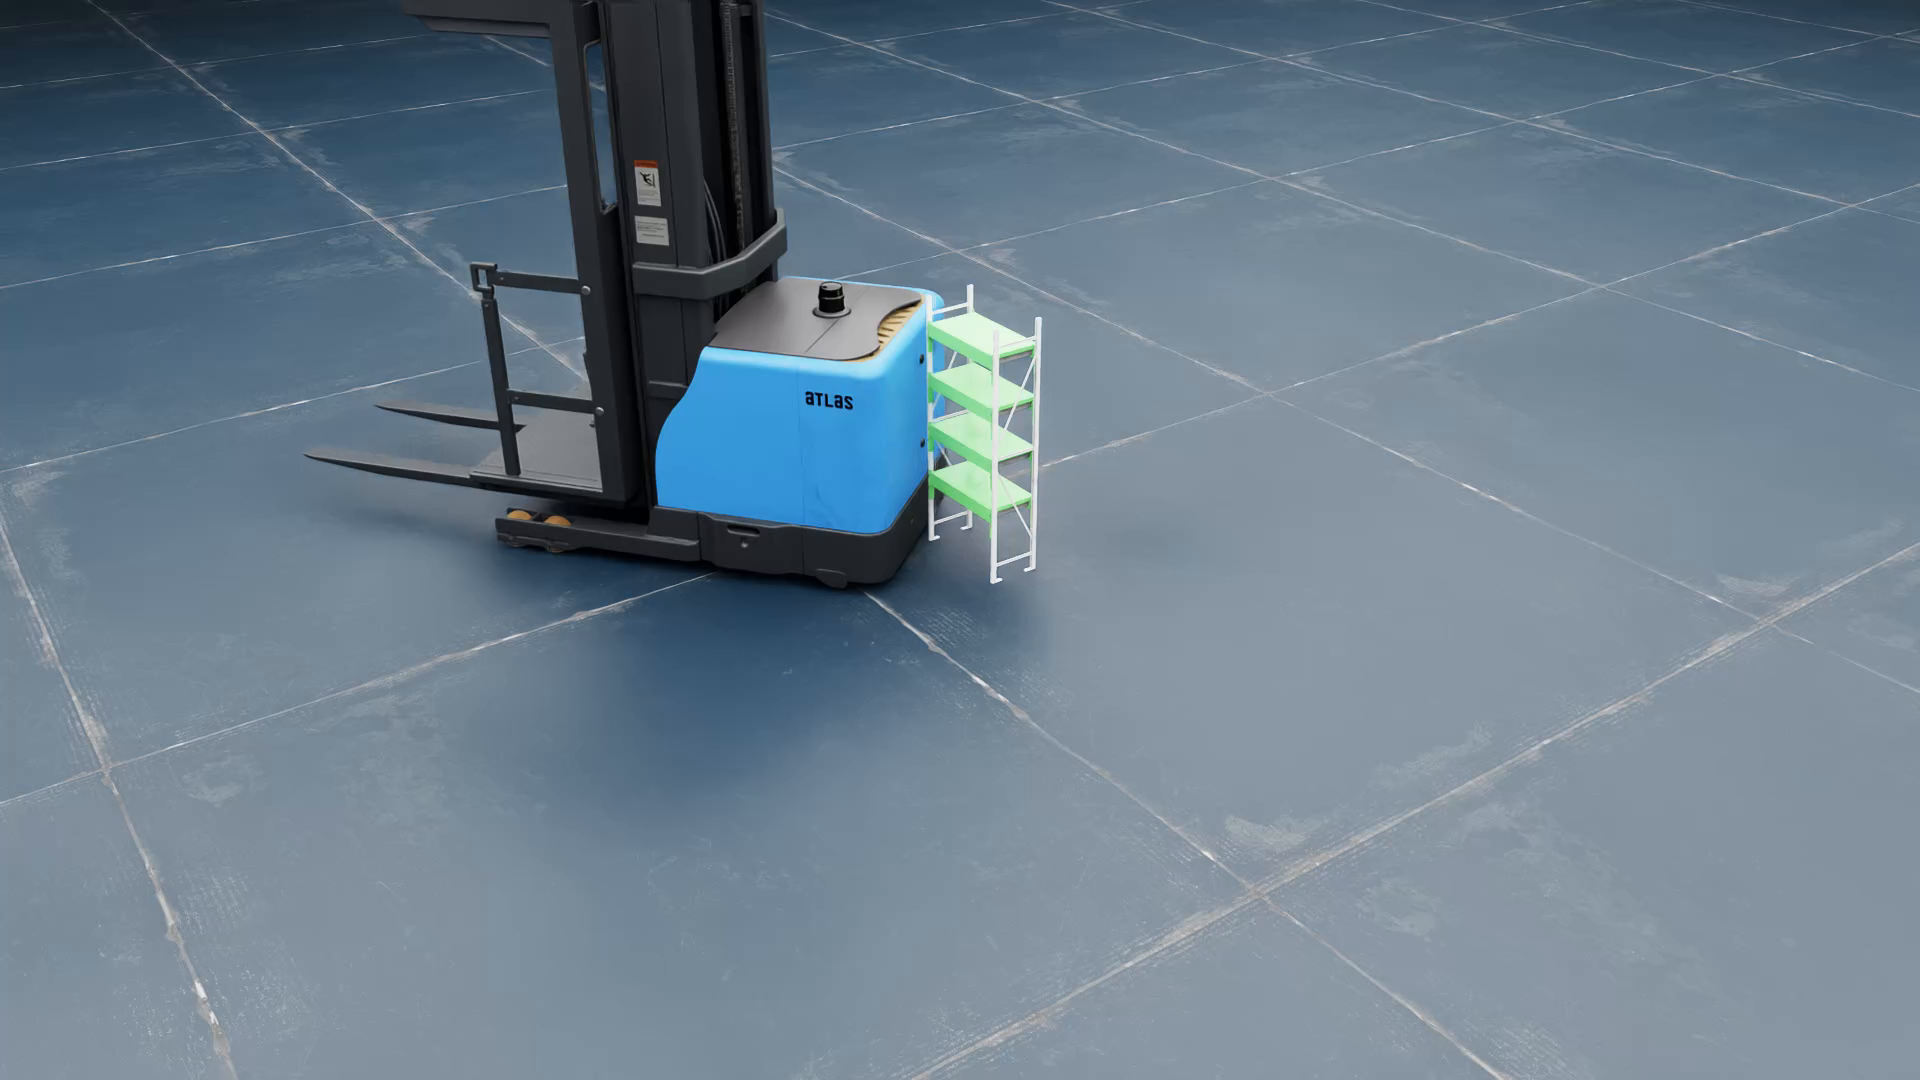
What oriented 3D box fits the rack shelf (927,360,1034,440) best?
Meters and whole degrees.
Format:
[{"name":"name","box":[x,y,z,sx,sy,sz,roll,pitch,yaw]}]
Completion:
[{"name":"rack shelf","box":[0.097,-0.618,7.261,0.258,0.148,0.480,-19,34,-31]}]

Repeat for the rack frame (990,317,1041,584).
[{"name":"rack frame","box":[0.238,-0.368,7.170,0.240,1.200,0.015,-19,34,-31]}]

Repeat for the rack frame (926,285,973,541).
[{"name":"rack frame","box":[-0.044,-0.558,7.520,0.240,1.200,0.015,-19,34,-31]}]

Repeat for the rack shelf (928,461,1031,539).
[{"name":"rack shelf","box":[0.097,-0.196,7.490,0.258,0.148,0.480,-19,34,-31]}]

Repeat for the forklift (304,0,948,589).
[{"name":"forklift","box":[-1.634,-1.461,7.369,3.031,2.935,1.130,8,29,14]}]

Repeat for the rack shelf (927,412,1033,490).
[{"name":"rack shelf","box":[0.097,-0.407,7.375,0.258,0.148,0.480,-19,34,-31]}]

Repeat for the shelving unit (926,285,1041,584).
[{"name":"shelving unit","box":[0.097,-0.463,7.345,0.258,1.200,0.503,-19,34,-31]}]

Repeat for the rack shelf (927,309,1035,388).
[{"name":"rack shelf","box":[0.097,-0.829,7.146,0.258,0.148,0.480,-19,34,-31]}]
